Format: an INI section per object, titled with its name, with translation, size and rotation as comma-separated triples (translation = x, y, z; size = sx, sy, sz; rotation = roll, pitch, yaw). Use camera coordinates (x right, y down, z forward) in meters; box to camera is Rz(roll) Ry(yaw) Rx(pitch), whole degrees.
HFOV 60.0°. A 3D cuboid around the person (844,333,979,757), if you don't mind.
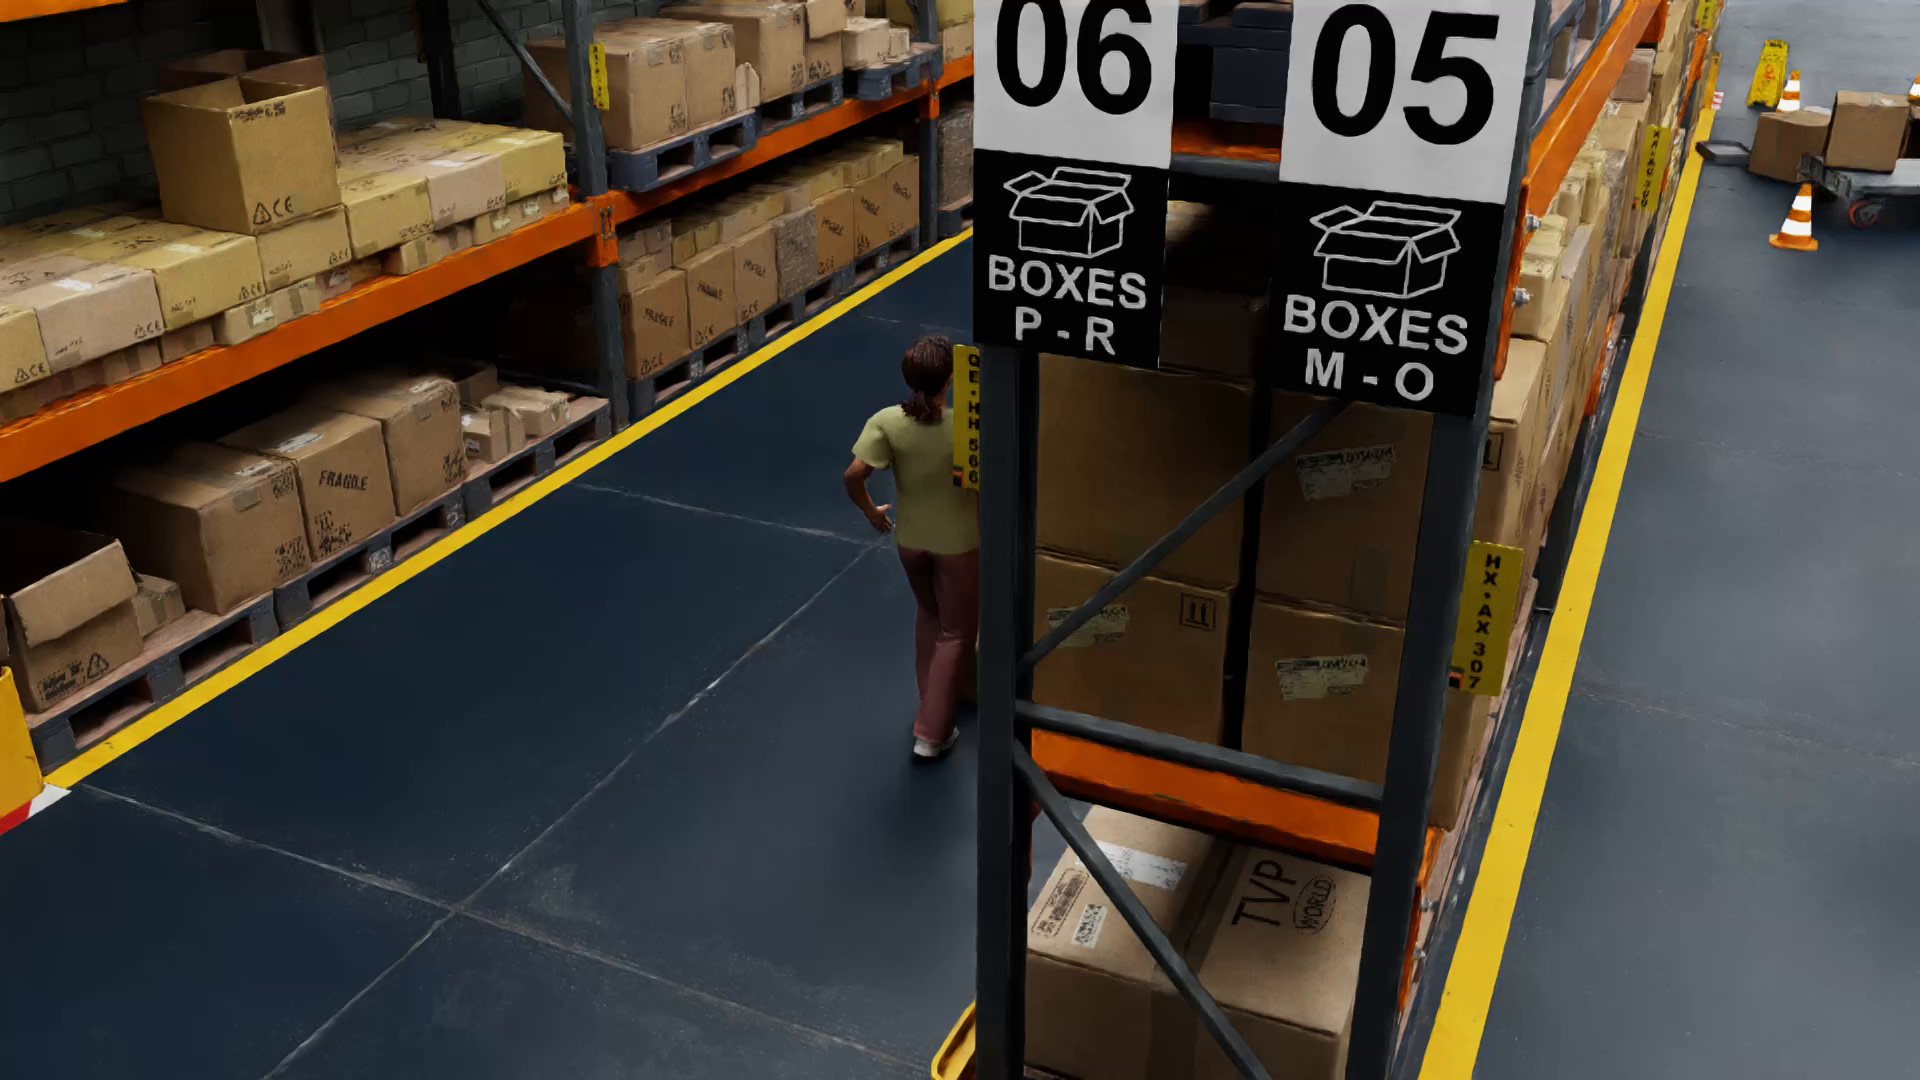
[person]
translation = -0.057, 0.022, 6.171
size = 0.532, 1.642, 0.595
rotation = 12, 29, 23
